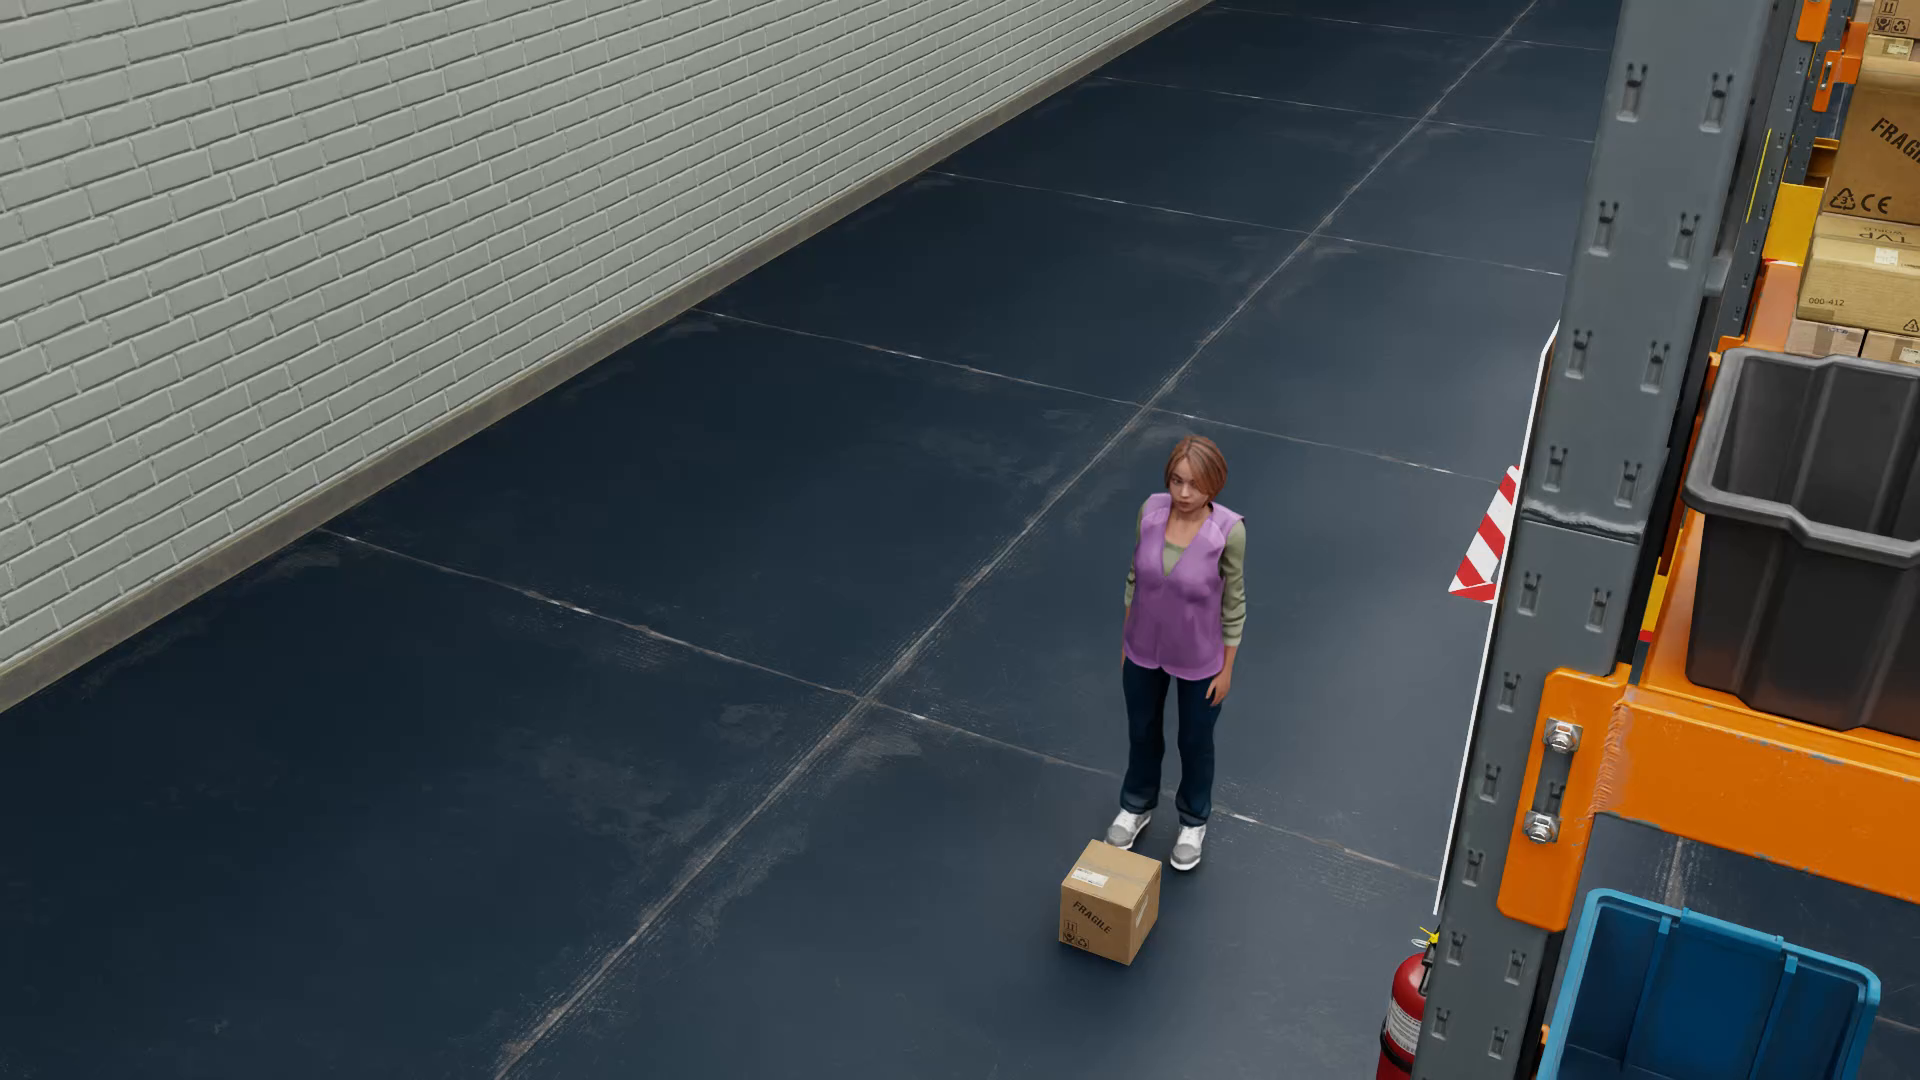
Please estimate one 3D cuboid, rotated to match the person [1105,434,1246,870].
[{"bbox_3d":[0.722,0.383,5.472,0.411,1.601,0.323,15,34,24],"label":"person"}]
